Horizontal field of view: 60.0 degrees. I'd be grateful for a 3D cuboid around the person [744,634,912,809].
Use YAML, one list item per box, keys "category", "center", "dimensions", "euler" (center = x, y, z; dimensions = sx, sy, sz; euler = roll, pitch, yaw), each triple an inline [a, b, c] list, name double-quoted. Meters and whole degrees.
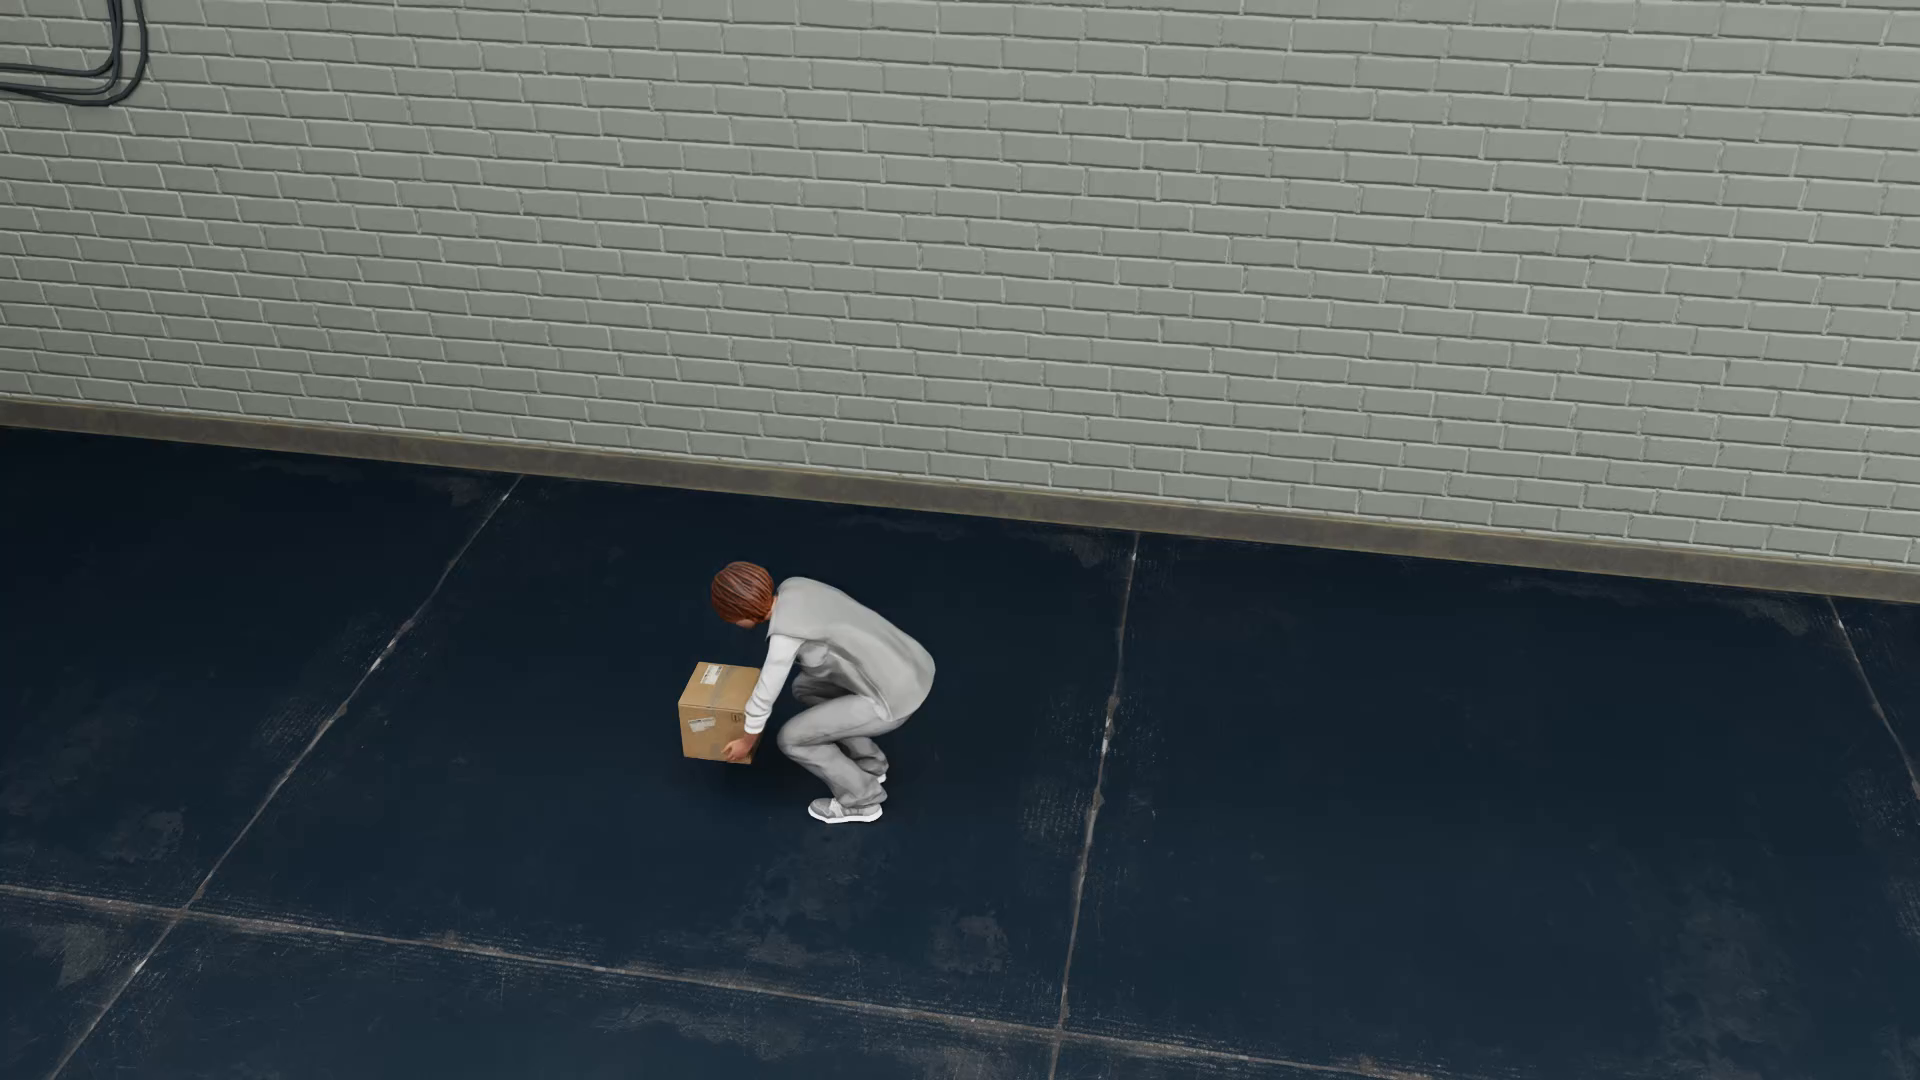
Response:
- category: "person"
  center: [-0.418, 0.554, 5.866]
  dimensions: [0.628, 0.833, 0.452]
  euler: [5, 33, 8]
